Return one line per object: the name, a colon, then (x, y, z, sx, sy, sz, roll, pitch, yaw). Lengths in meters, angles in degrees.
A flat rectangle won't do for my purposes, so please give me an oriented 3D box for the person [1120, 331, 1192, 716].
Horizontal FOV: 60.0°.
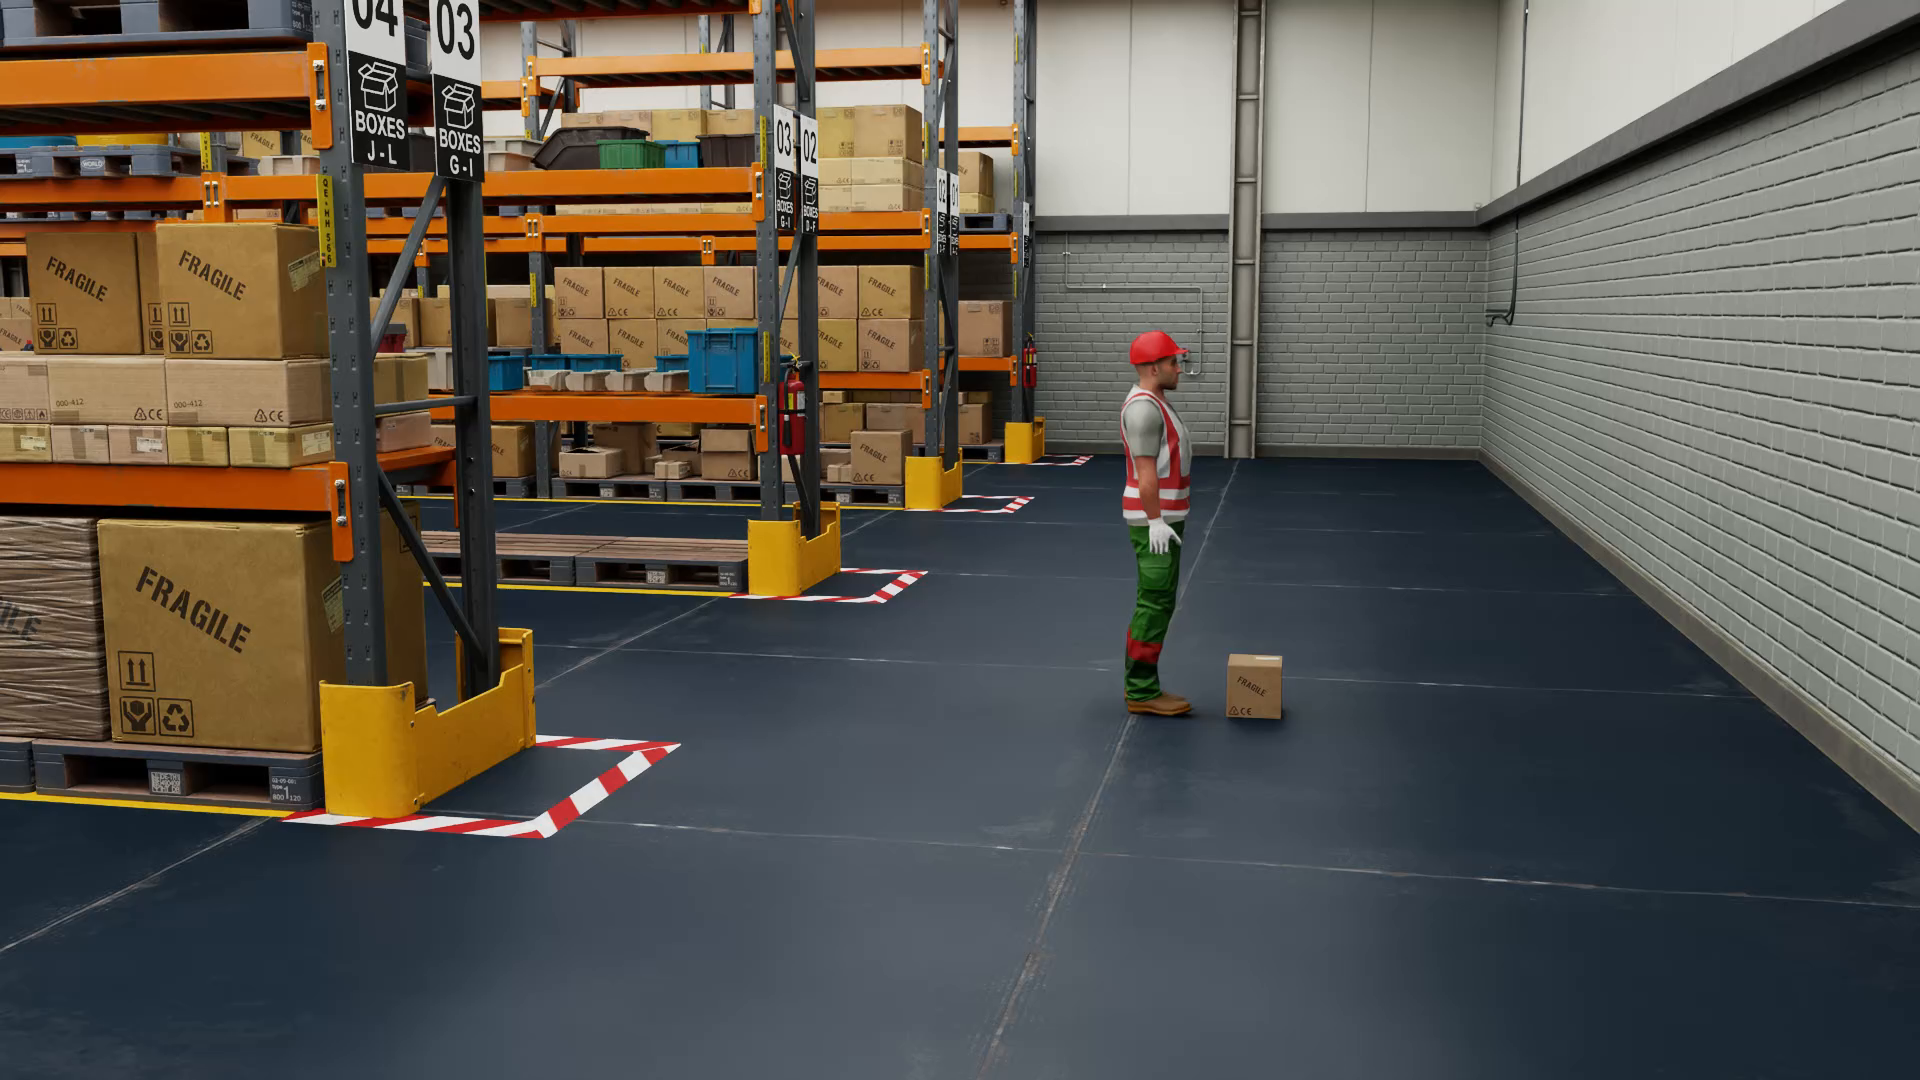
person: (0.938, -0.075, 7.839, 0.361, 1.810, 0.525, 2, 8, 13)
